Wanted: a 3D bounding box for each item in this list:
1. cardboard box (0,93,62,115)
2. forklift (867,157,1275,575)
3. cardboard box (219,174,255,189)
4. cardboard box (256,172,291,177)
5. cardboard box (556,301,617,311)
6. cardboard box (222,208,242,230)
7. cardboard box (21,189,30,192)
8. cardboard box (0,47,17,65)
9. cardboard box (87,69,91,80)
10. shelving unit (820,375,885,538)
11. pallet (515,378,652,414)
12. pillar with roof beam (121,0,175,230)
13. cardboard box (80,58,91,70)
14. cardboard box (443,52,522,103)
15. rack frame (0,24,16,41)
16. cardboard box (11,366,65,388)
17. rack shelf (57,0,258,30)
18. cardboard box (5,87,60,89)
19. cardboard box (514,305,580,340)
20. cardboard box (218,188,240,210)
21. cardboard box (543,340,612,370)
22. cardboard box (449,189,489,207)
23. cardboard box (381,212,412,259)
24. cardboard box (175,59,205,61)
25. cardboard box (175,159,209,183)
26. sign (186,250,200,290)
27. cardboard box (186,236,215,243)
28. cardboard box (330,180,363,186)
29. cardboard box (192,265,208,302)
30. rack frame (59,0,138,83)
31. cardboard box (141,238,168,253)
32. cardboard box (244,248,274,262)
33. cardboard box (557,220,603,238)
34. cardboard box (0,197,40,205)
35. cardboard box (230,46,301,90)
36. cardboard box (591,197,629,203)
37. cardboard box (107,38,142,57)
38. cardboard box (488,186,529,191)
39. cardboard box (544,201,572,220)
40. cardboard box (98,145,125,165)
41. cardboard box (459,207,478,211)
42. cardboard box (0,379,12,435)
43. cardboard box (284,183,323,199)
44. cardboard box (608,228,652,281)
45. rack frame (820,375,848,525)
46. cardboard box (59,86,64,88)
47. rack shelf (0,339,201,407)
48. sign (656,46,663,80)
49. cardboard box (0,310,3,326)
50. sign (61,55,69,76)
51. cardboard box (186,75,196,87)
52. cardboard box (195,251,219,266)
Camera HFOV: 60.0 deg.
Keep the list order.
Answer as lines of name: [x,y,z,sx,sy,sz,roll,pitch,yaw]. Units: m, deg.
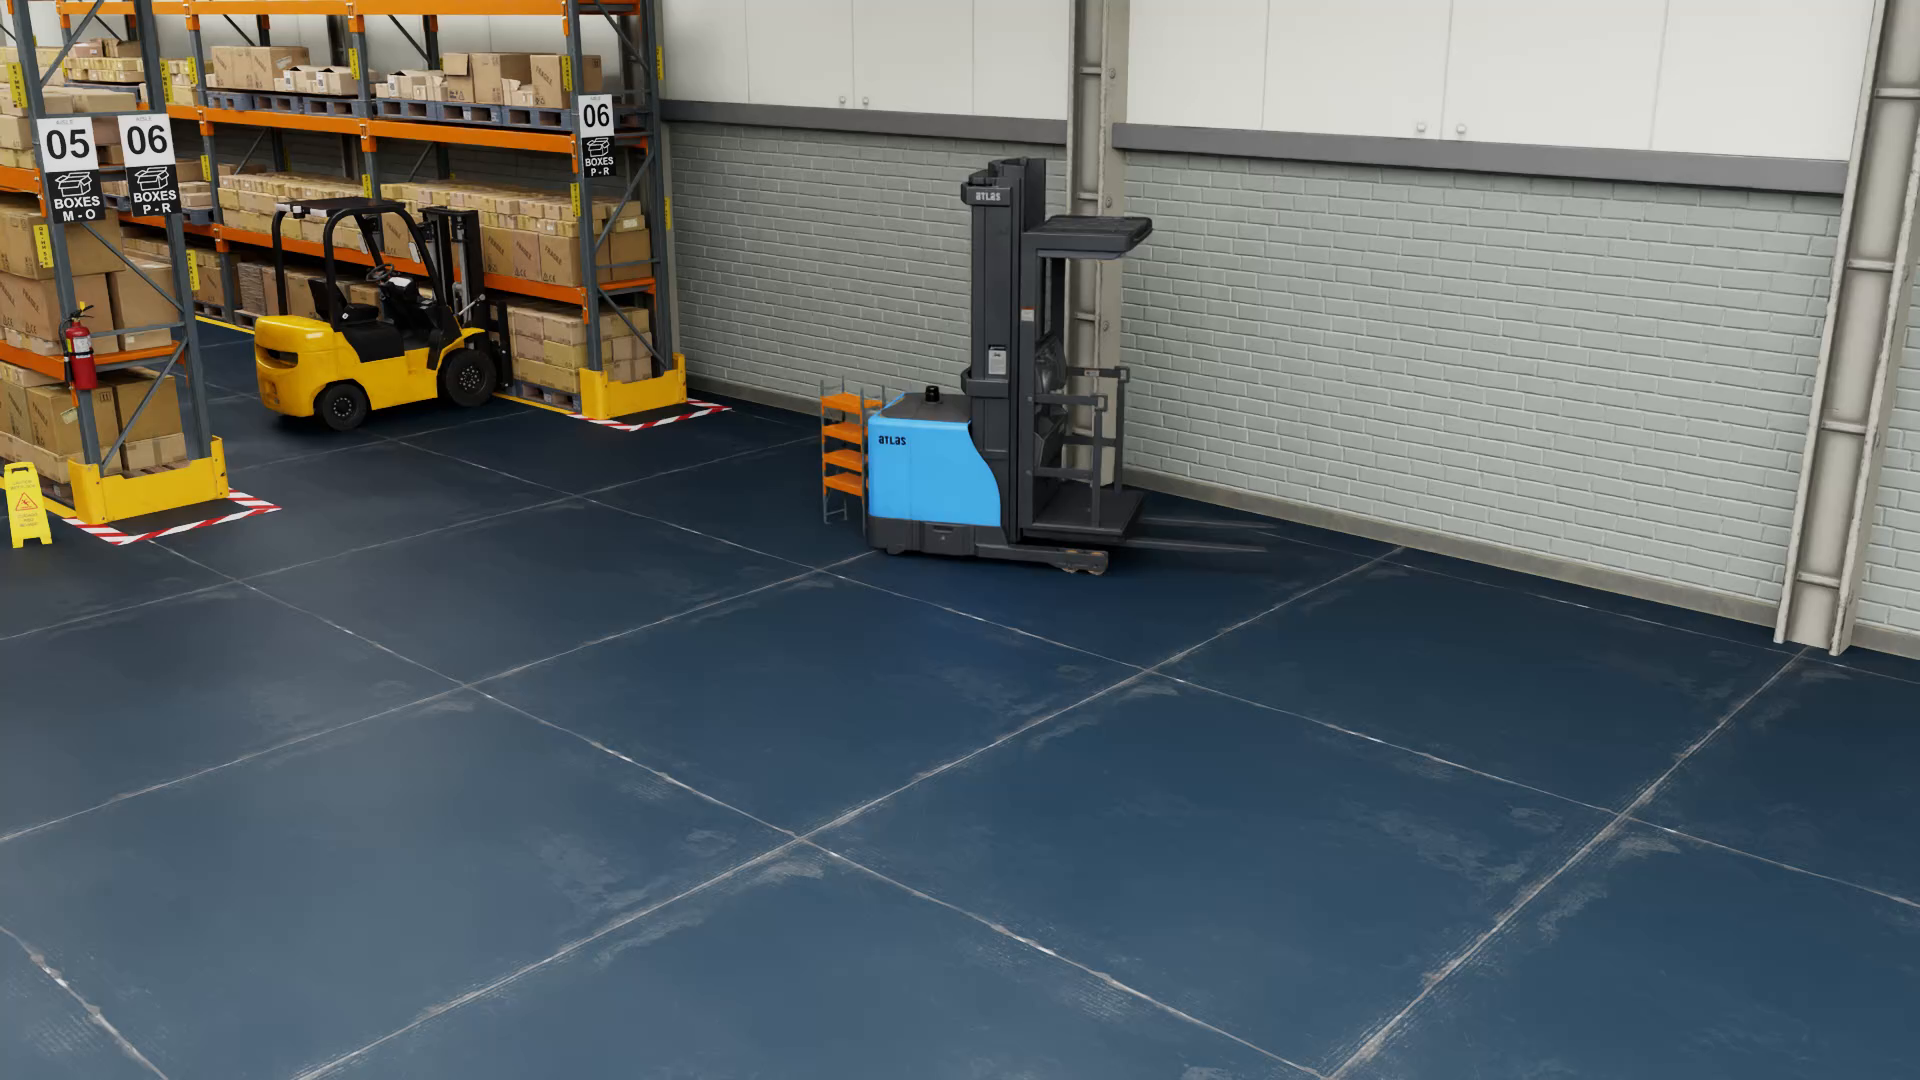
cardboard box: [-7.335,-3.447,13.152,0.250,0.149,0.380,16,23,40]
forklift: [0.866,-1.316,12.415,3.031,2.935,1.130,5,18,14]
cardboard box: [-9.367,-4.651,21.572,0.250,0.149,0.380,16,24,41]
cardboard box: [-9.032,-4.762,21.922,0.250,0.149,0.380,16,24,41]
cardboard box: [-4.036,-2.424,17.989,0.500,0.250,0.500,15,23,39]
cardboard box: [-9.240,-4.209,21.664,0.500,0.250,0.500,15,23,39]
cardboard box: [-14.399,-5.514,25.942,0.250,0.149,0.380,14,22,38]
cardboard box: [-14.475,-7.420,25.503,0.500,0.250,0.500,15,23,38]
cardboard box: [-12.017,-6.548,23.381,0.250,0.149,0.380,15,23,40]
shelving unit: [-0.845,-0.669,13.237,0.258,1.200,0.503,-16,24,-42]
pallet: [-4.026,-1.634,17.911,1.213,0.211,1.003,15,23,39]
pillar with roof beam: [-15.182,-7.457,21.734,0.400,9.000,9.100,15,23,39]
cardboard box: [-12.061,-6.671,23.277,0.250,0.149,0.380,14,23,38]
cardboard box: [-5.031,-4.934,17.710,0.637,0.503,0.797,16,24,41]
rack frame: [-15.393,-8.891,26.250,0.127,3.000,1.000,15,23,39]
cardboard box: [-7.810,-1.412,14.140,0.250,0.149,0.380,16,24,41]
rack shelf: [-10.906,-7.153,22.624,4.000,0.370,1.077,15,23,39]
cardboard box: [-7.966,-3.815,14.313,0.250,0.149,0.380,16,23,40]
cardboard box: [-4.364,-2.308,17.624,0.500,0.250,0.500,16,23,40]
cardboard box: [-9.257,-4.442,21.571,0.500,0.250,0.500,15,23,39]
cardboard box: [-3.998,-1.974,17.397,0.500,0.250,0.500,15,23,39]
cardboard box: [-5.360,-3.749,18.236,0.250,0.149,0.380,15,23,39]
cardboard box: [-6.259,-3.522,19.084,0.500,0.500,0.500,14,22,38]
cardboard box: [-10.489,-6.492,22.749,0.250,0.149,0.380,15,23,39]
cardboard box: [-10.753,-4.960,22.918,0.637,0.503,0.797,14,23,38]
sign: [-6.358,-2.231,13.750,0.005,0.325,0.100,15,23,39]
cardboard box: [-10.939,-4.287,24.028,0.250,0.149,0.380,15,23,40]
cardboard box: [-7.648,-4.415,20.826,0.250,0.149,0.380,15,23,40]
cardboard box: [-10.236,-3.573,22.849,0.500,0.500,0.500,15,23,38]
rack frame: [-12.402,-8.088,23.720,0.127,3.000,1.000,15,23,39]
cardboard box: [-11.476,-4.216,23.804,0.250,0.149,0.380,15,23,39]
cardboard box: [-9.593,-3.918,22.865,0.250,0.149,0.380,17,24,42]
cardboard box: [-3.872,-3.182,16.941,0.250,0.149,0.380,15,23,40]
cardboard box: [-8.069,-2.597,14.025,0.500,0.500,0.700,15,23,39]
cardboard box: [-8.586,-5.871,20.669,0.500,0.500,0.700,14,23,38]
cardboard box: [-3.693,-3.501,17.455,0.250,0.149,0.380,16,24,41]
cardboard box: [-11.907,-7.034,23.737,0.258,0.266,0.396,15,23,39]
cardboard box: [-5.042,-3.860,18.588,0.250,0.149,0.380,15,23,39]
cardboard box: [-4.039,-3.384,17.087,0.250,0.149,0.380,15,23,39]
cardboard box: [-6.751,-3.145,13.520,0.250,0.149,0.380,15,23,39]
cardboard box: [-5.211,-3.540,18.071,0.250,0.149,0.380,14,23,38]
cardboard box: [-8.256,-1.251,14.706,0.500,0.500,0.500,14,23,38]
cardboard box: [-8.046,-4.283,20.410,0.250,0.149,0.380,14,23,38]
cardboard box: [-3.612,-3.029,17.531,0.500,0.500,0.500,16,24,41]
rack frame: [-1.015,-0.722,13.404,0.240,1.200,0.015,-16,24,-42]
cardboard box: [-12.867,-6.544,24.228,0.250,0.149,0.380,15,23,39]
rack shelf: [-8.214,-1.754,14.868,4.000,0.370,1.077,15,23,39]
sign: [-3.053,-4.827,16.829,0.005,0.325,0.100,15,23,39]
cardboard box: [-8.050,-2.134,14.220,0.500,0.500,0.500,15,23,39]
sign: [-12.756,-6.780,23.704,0.005,0.325,0.100,15,23,39]
cardboard box: [-9.835,-5.990,21.658,0.250,0.149,0.380,16,23,40]
cardboard box: [-10.172,-3.833,22.595,0.250,0.149,0.380,14,22,36]
